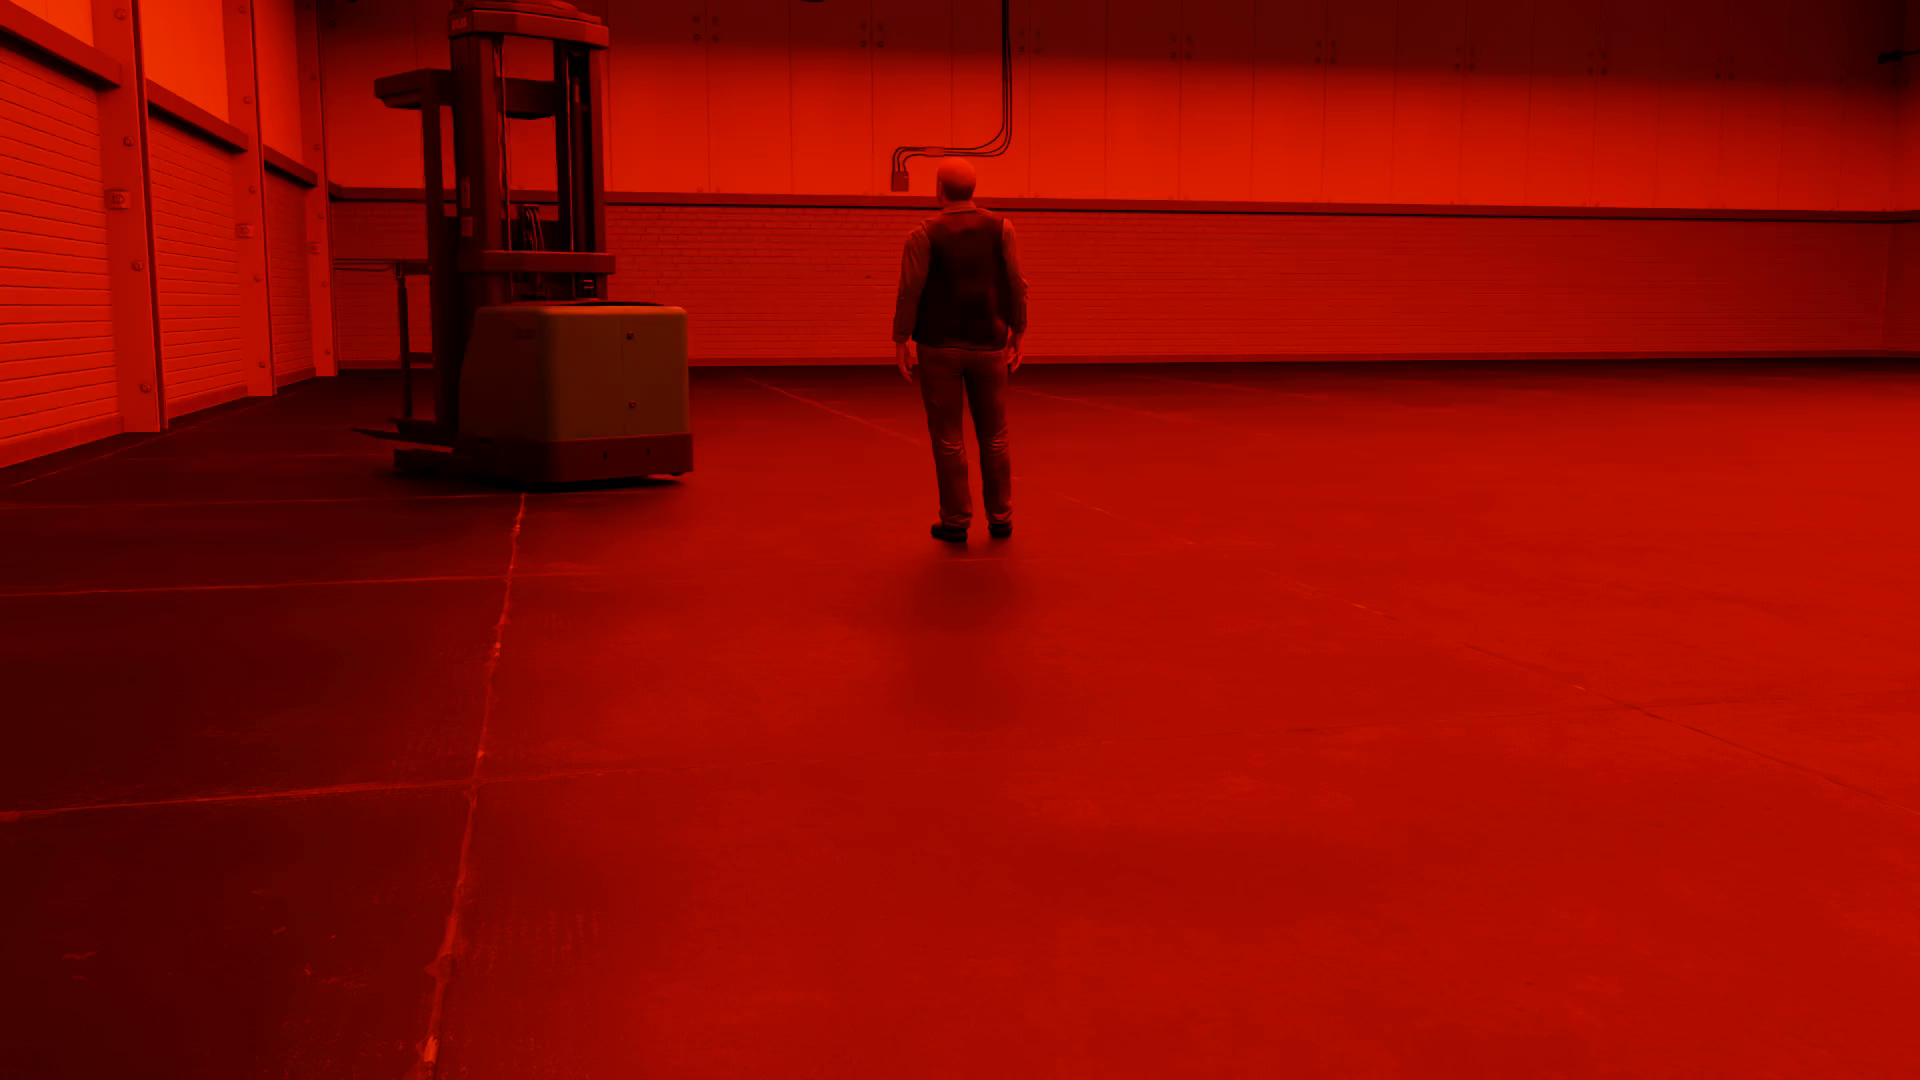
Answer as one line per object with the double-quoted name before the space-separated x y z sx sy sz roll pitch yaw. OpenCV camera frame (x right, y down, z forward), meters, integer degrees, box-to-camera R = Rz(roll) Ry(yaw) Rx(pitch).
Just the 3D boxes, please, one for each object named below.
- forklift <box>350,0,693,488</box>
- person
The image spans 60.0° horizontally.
"forklift" -3.021 -1.903 10.726 1.130 2.935 3.031 -8 11 -43
"person" -0.008 -0.868 7.649 0.633 1.722 0.566 -2 8 -13
